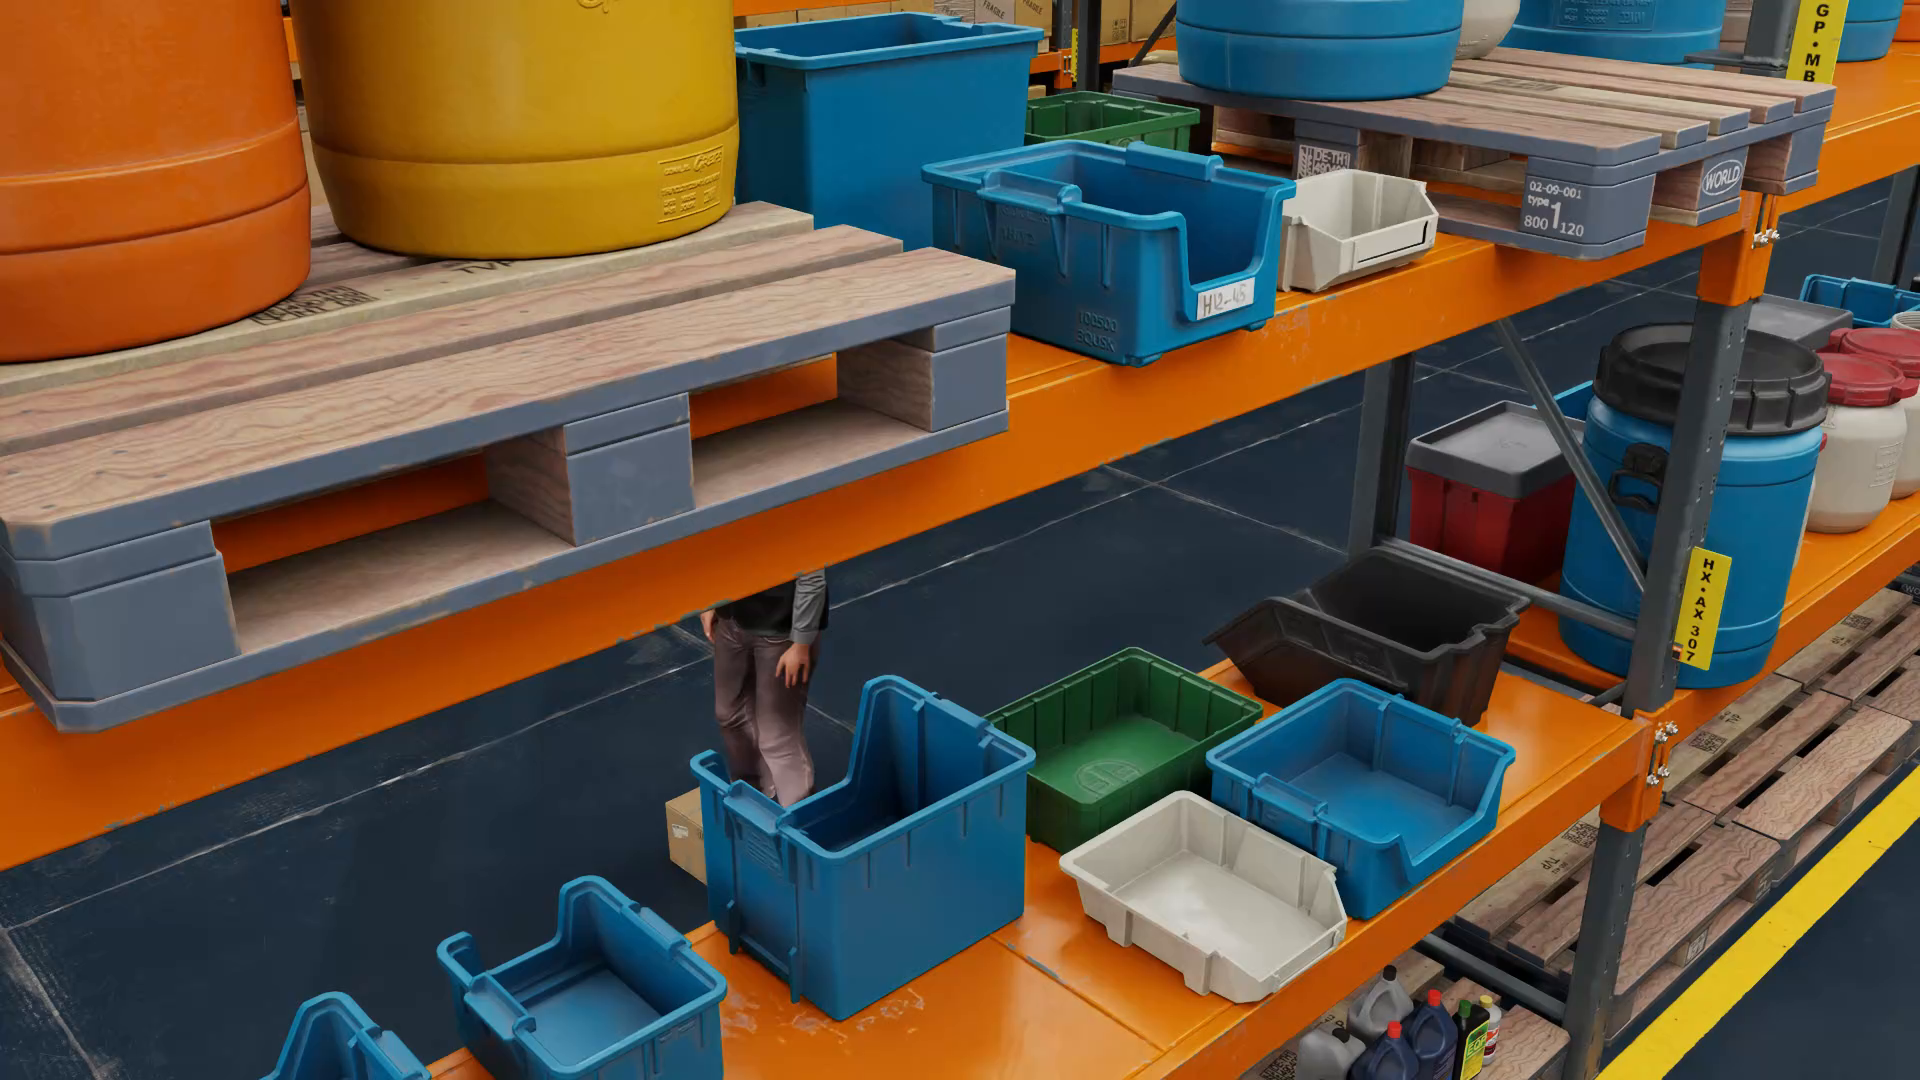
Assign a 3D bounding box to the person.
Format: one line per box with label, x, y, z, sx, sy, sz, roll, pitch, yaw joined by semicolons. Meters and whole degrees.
person;-0.691;0.311;5.938;0.412;1.721;0.582;-21;32;-39
